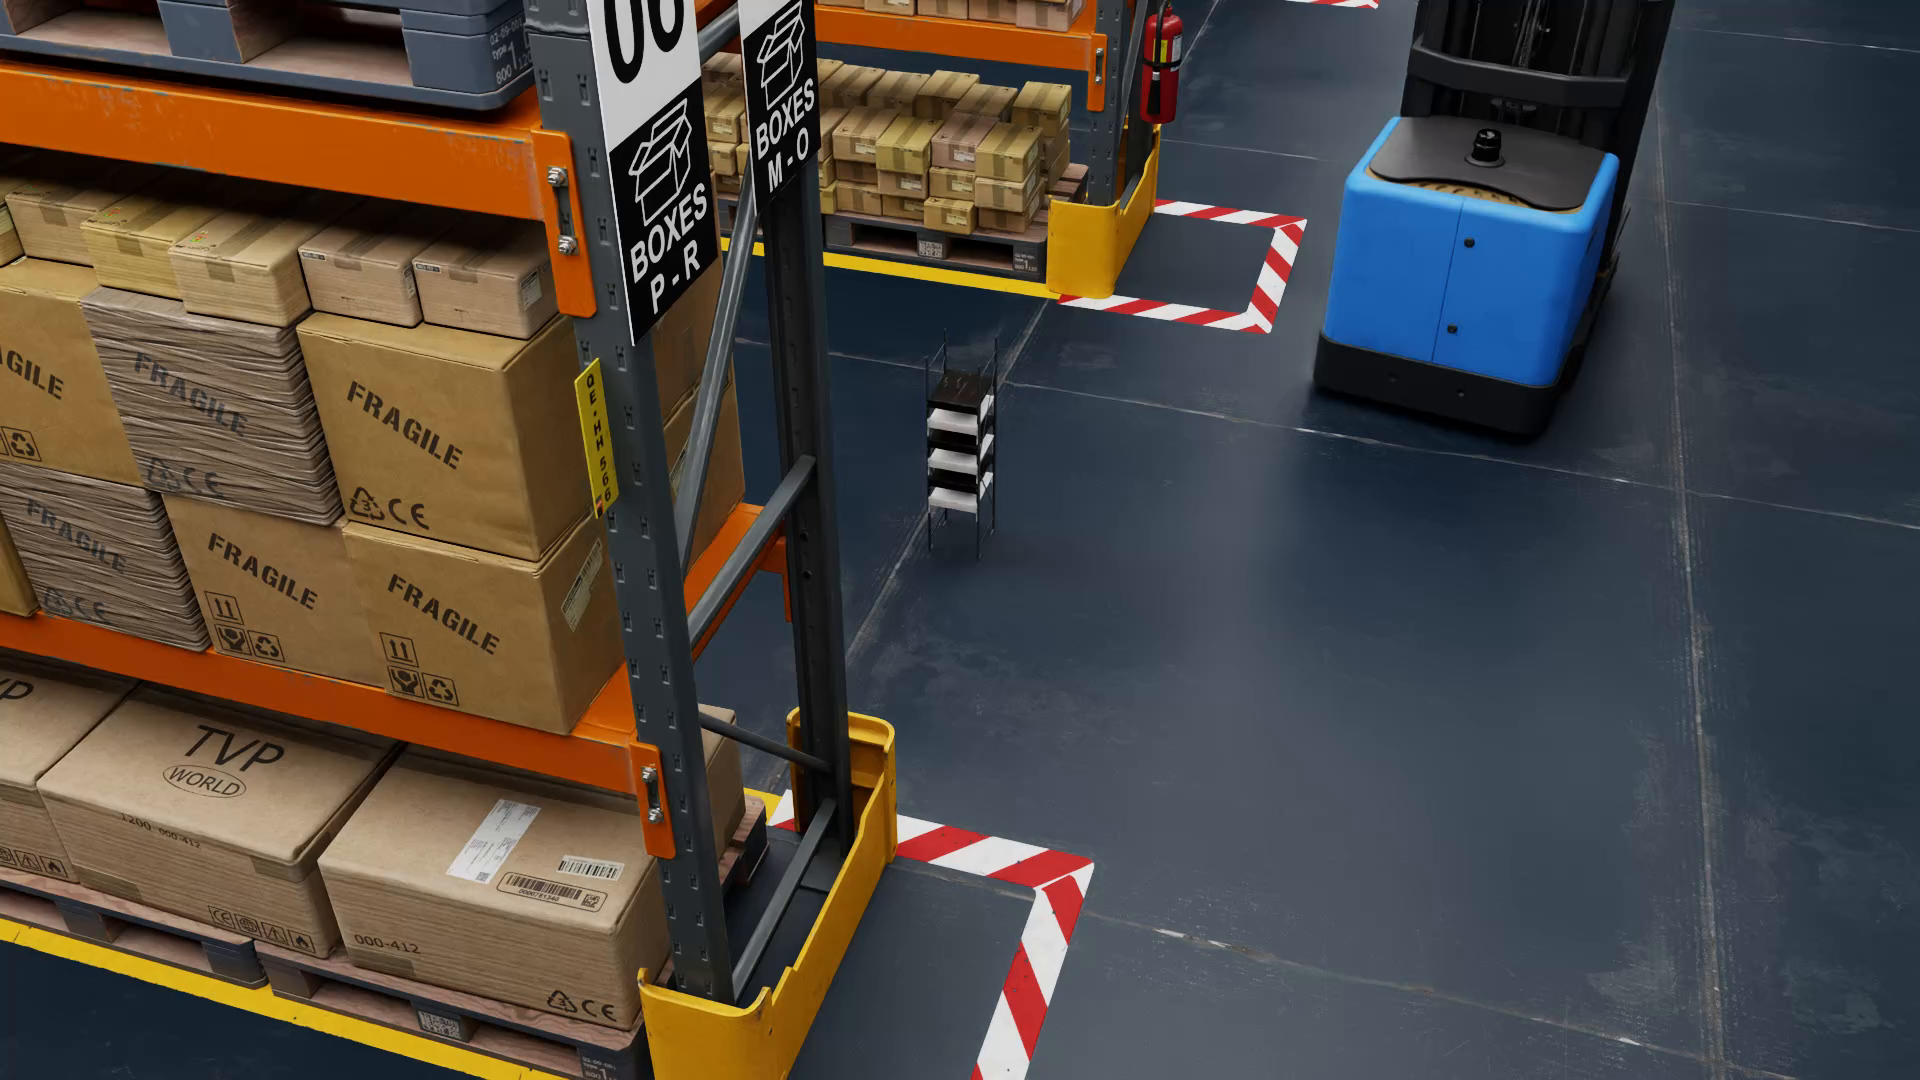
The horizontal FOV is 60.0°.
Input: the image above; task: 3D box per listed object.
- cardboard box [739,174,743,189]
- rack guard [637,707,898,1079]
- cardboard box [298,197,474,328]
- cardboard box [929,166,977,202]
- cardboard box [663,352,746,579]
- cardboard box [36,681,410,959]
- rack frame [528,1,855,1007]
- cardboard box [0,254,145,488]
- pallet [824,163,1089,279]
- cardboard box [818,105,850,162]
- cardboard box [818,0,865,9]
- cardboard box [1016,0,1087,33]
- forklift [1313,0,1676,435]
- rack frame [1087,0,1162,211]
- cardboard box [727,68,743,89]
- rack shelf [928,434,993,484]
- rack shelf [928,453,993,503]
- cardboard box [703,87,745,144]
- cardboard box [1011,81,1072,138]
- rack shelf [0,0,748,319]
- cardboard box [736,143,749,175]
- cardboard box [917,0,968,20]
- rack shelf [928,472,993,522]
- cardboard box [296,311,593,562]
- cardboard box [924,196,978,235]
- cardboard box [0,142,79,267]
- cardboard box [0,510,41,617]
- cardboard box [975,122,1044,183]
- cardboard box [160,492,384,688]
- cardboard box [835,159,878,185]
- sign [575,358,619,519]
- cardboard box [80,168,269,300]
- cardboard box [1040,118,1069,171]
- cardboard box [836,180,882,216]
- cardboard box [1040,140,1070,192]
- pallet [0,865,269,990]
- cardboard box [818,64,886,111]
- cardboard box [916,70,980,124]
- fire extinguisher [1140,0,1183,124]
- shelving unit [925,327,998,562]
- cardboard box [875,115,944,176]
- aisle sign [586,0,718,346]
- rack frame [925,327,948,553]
[{"bbox_3d":[-0.990,-1.947,8.915,0.250,0.149,0.380,11,38,15],"label":"cardboard box"},{"bbox_3d":[-0.523,1.068,4.877,0.348,0.500,1.175,10,38,14],"label":"rack guard"},{"bbox_3d":[-1.197,-0.629,3.598,0.250,0.149,0.380,11,38,15],"label":"cardboard box"},{"bbox_3d":[0.012,-1.911,8.616,0.250,0.149,0.380,10,37,13],"label":"cardboard box"},{"bbox_3d":[-0.918,-0.231,4.448,0.500,0.500,0.500,10,38,14],"label":"cardboard box"},{"bbox_3d":[-2.082,0.703,5.072,0.875,0.438,0.875,11,38,15],"label":"cardboard box"},{"bbox_3d":[-0.546,0.057,4.142,0.127,3.000,1.000,10,38,14],"label":"rack frame"},{"bbox_3d":[-2.056,-0.501,3.973,0.500,0.500,0.500,10,38,14],"label":"cardboard box"},{"bbox_3d":[-0.004,-1.816,9.039,1.213,0.211,1.003,10,38,14],"label":"pallet"},{"bbox_3d":[-0.756,-2.121,8.650,0.250,0.149,0.380,12,38,16],"label":"cardboard box"},{"bbox_3d":[-0.525,-2.754,8.174,0.250,0.149,0.380,9,37,12],"label":"cardboard box"},{"bbox_3d":[0.438,-2.558,7.907,0.250,0.149,0.380,11,38,14],"label":"cardboard box"},{"bbox_3d":[2.729,-2.501,7.675,1.130,2.935,3.031,16,39,21],"label":"forklift"},{"bbox_3d":[0.834,-2.762,7.972,0.127,3.000,1.000,10,38,14],"label":"rack frame"},{"bbox_3d":[-1.096,-2.519,9.190,0.250,0.149,0.380,11,38,14],"label":"cardboard box"},{"bbox_3d":[0.008,-0.334,6.501,0.200,0.077,0.258,10,38,14],"label":"rack shelf"},{"bbox_3d":[0.008,-0.262,6.554,0.200,0.077,0.258,10,38,14],"label":"rack shelf"},{"bbox_3d":[-1.233,-2.260,8.839,0.250,0.149,0.380,11,38,14],"label":"cardboard box"},{"bbox_3d":[0.435,-2.307,8.903,0.250,0.149,0.380,9,37,12],"label":"cardboard box"},{"bbox_3d":[-2.455,-1.215,3.946,4.000,0.370,1.077,10,38,14],"label":"rack shelf"},{"bbox_3d":[-0.989,-2.065,8.825,0.250,0.149,0.380,12,38,16],"label":"cardboard box"},{"bbox_3d":[-0.032,-2.659,8.044,0.250,0.149,0.380,10,38,13],"label":"cardboard box"},{"bbox_3d":[0.008,-0.189,6.608,0.200,0.077,0.258,10,38,14],"label":"rack shelf"},{"bbox_3d":[-1.077,-0.336,3.749,0.500,0.500,0.500,12,38,15],"label":"cardboard box"},{"bbox_3d":[-0.006,-1.746,8.642,0.250,0.149,0.380,12,38,15],"label":"cardboard box"},{"bbox_3d":[-2.182,-0.792,3.820,0.250,0.149,0.380,11,38,15],"label":"cardboard box"},{"bbox_3d":[-2.550,-0.185,4.387,0.500,0.500,0.500,12,38,15],"label":"cardboard box"},{"bbox_3d":[0.253,-1.972,8.448,0.250,0.149,0.380,11,38,14],"label":"cardboard box"},{"bbox_3d":[-1.560,-0.016,4.157,0.500,0.500,0.500,10,37,13],"label":"cardboard box"},{"bbox_3d":[-0.477,-2.031,8.778,0.250,0.149,0.380,10,38,13],"label":"cardboard box"},{"bbox_3d":[-0.721,-0.200,3.315,0.005,0.325,0.100,10,38,14],"label":"sign"},{"bbox_3d":[-1.697,-0.694,3.688,0.250,0.149,0.380,11,38,15],"label":"cardboard box"},{"bbox_3d":[0.410,-2.140,8.927,0.250,0.149,0.380,12,38,16],"label":"cardboard box"},{"bbox_3d":[-0.473,-1.877,8.821,0.250,0.149,0.380,11,38,14],"label":"cardboard box"},{"bbox_3d":[0.429,-2.056,9.064,0.250,0.149,0.380,11,38,15],"label":"cardboard box"},{"bbox_3d":[-2.493,0.866,5.395,1.213,0.211,1.003,10,38,14],"label":"pallet"},{"bbox_3d":[-0.590,-2.456,9.105,0.250,0.149,0.380,12,38,16],"label":"cardboard box"},{"bbox_3d":[-0.066,-2.405,9.036,0.250,0.149,0.380,10,38,14],"label":"cardboard box"},{"bbox_3d":[0.937,-2.275,7.690,0.183,0.674,0.296,10,38,14],"label":"fire extinguisher"},{"bbox_3d":[0.008,-0.361,6.481,0.210,0.900,0.258,10,38,14],"label":"shelving unit"},{"bbox_3d":[-0.255,-2.023,8.517,0.250,0.149,0.380,10,37,13],"label":"cardboard box"},{"bbox_3d":[-0.569,-0.802,3.116,0.004,0.787,0.394,10,38,14],"label":"aisle sign"},{"bbox_3d":[-0.089,-0.379,6.506,0.006,0.900,0.240,10,38,14],"label":"rack frame"}]
